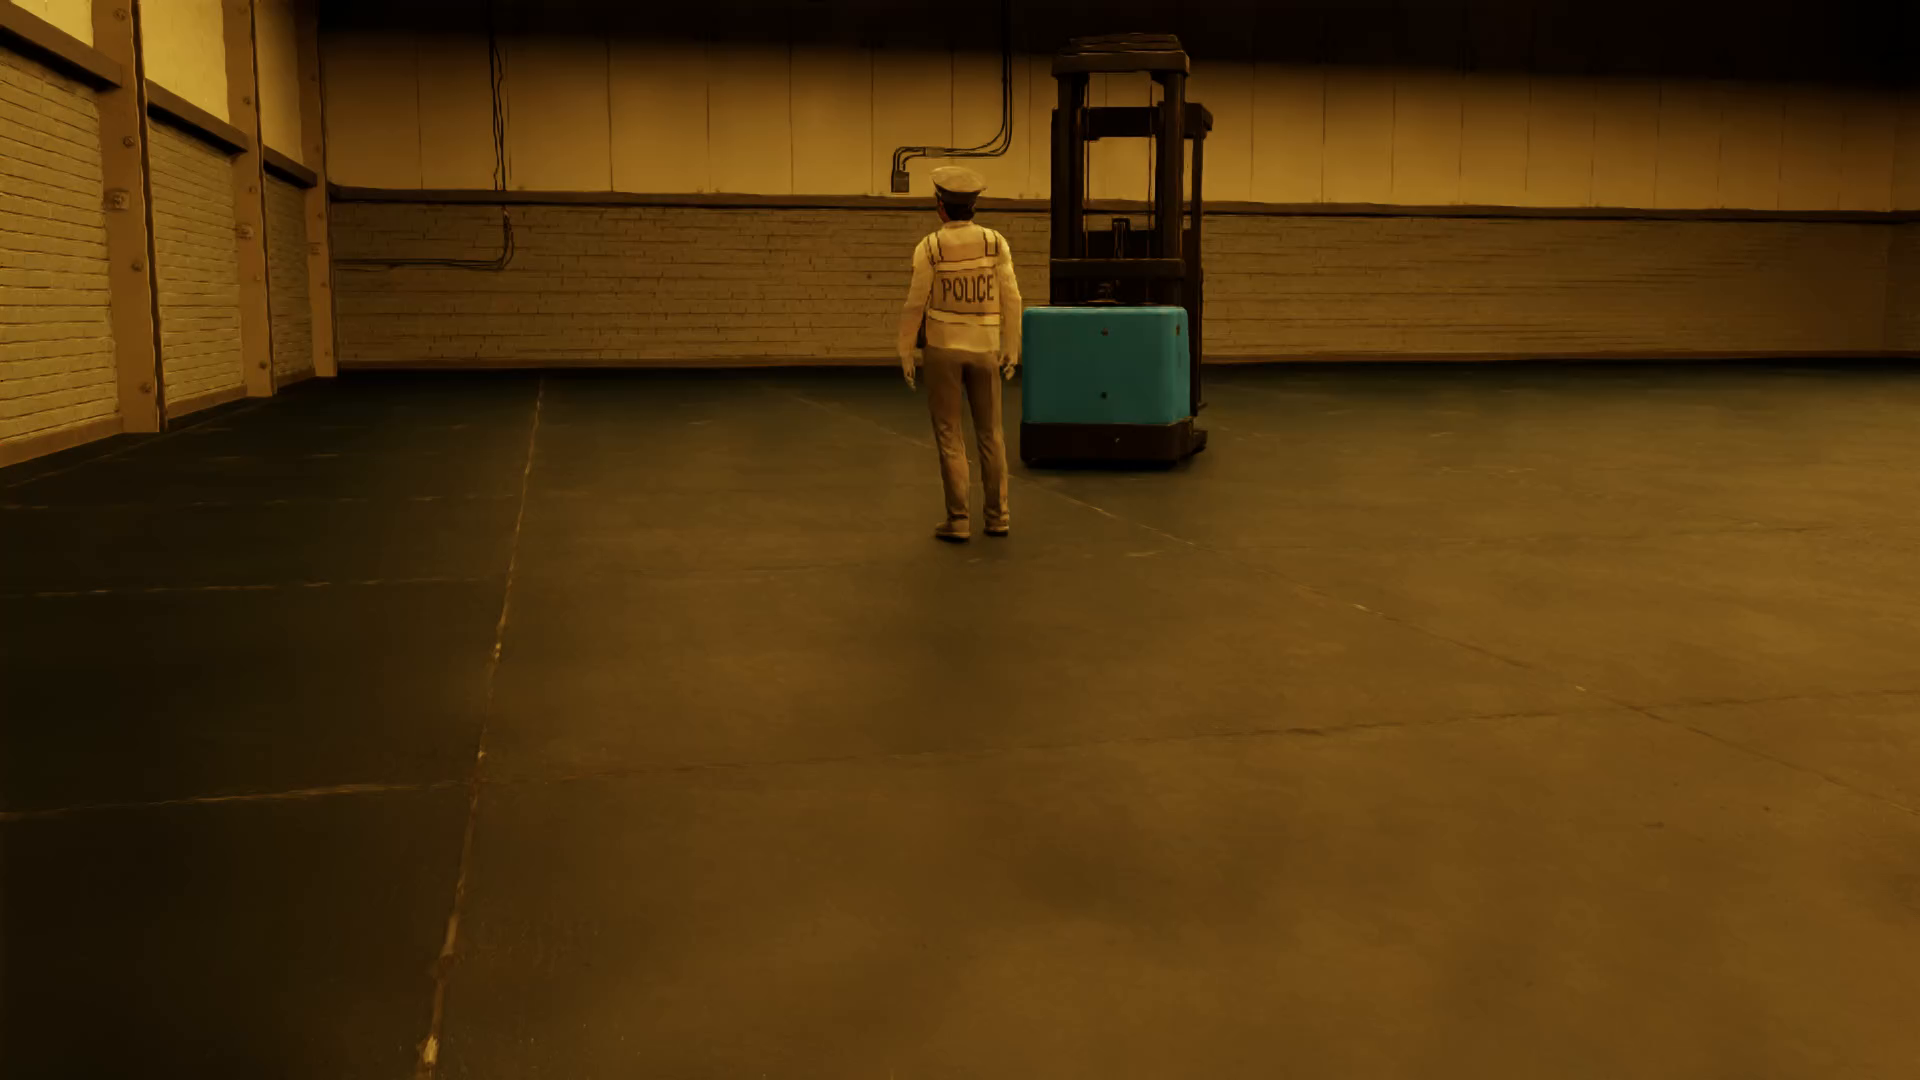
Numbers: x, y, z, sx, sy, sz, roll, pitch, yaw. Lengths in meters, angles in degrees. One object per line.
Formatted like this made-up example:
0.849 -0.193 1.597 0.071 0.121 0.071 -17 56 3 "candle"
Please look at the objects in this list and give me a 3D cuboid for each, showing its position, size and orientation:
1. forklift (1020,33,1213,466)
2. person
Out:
1.258 -2.122 12.286 1.130 2.935 3.031 2 8 14 "forklift"
-0.009 -0.856 7.655 0.586 1.695 0.532 -2 8 -13 "person"
